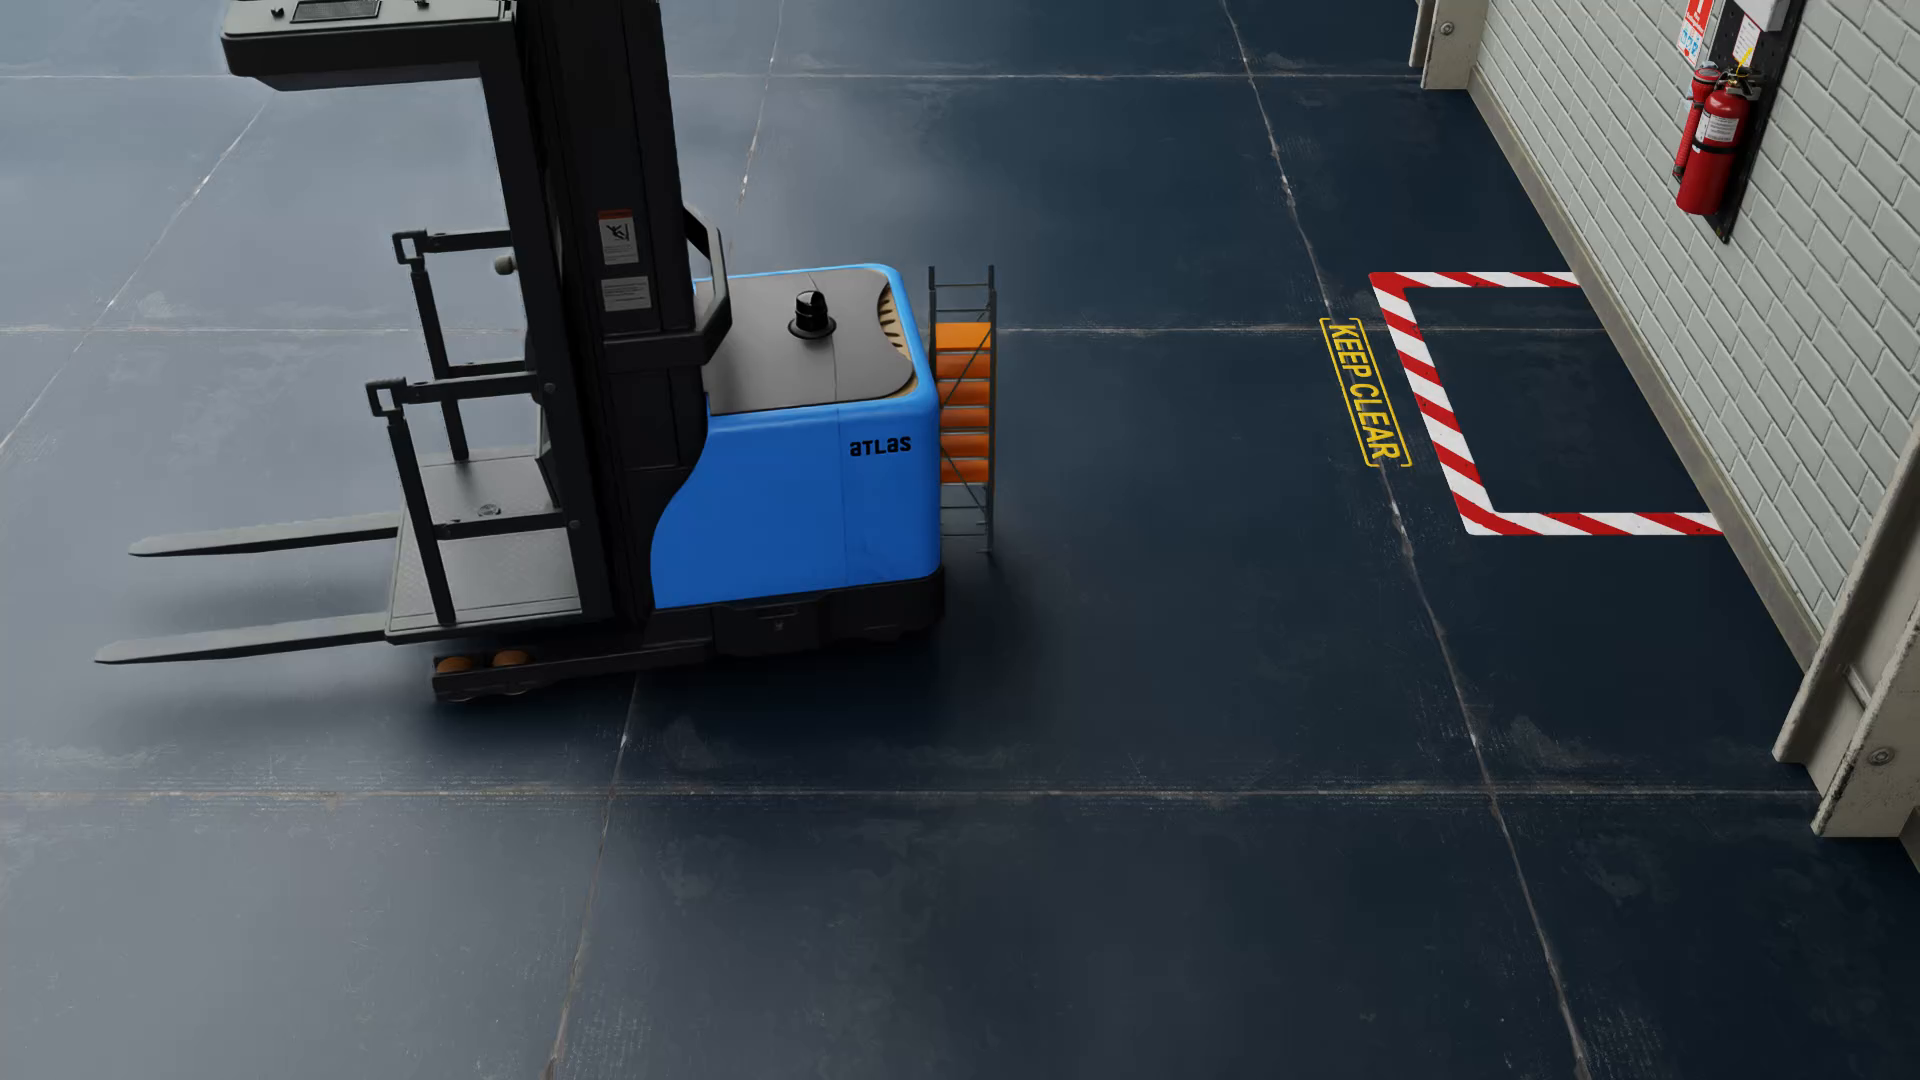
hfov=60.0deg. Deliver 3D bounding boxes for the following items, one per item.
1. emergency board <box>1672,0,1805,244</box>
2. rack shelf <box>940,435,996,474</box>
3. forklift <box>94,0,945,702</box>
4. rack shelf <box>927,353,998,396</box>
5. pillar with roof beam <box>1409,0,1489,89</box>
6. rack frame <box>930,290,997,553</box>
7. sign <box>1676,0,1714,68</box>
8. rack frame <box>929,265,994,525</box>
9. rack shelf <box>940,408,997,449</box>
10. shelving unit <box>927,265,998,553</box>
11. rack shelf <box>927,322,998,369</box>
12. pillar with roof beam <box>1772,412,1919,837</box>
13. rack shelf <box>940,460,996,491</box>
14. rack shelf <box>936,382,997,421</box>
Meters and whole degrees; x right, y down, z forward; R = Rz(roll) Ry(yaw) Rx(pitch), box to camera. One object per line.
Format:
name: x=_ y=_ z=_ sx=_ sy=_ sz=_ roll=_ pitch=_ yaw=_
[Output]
emergency board: x=3.034 y=-1.855 z=6.667 sx=0.194 sy=1.169 sz=0.643 roll=0 pitch=39 yaw=0
rack shelf: x=0.009 y=-0.350 z=6.490 sx=0.258 sy=0.103 sz=0.180 roll=-1 pitch=39 yaw=-1
forklift: x=-1.625 y=-0.917 z=5.551 sx=3.031 sy=2.935 sz=1.130 roll=-6 pitch=39 yaw=-8
rack shelf: x=0.008 y=-0.632 z=6.265 sx=0.258 sy=0.103 sz=0.180 roll=-1 pitch=39 yaw=-1
pillar with roof beam: x=-1.314 y=-6.400 z=7.540 sx=9.100 sy=9.000 sz=0.400 roll=0 pitch=39 yaw=0
rack frame: x=0.011 y=-0.422 z=6.316 sx=0.240 sy=1.200 sz=0.006 roll=-1 pitch=39 yaw=-1
sign: x=3.136 y=-2.215 z=7.087 sx=0.001 sy=0.329 sz=0.234 roll=0 pitch=39 yaw=0
rack frame: x=0.005 y=-0.536 z=6.459 sx=0.240 sy=1.200 sz=0.006 roll=-1 pitch=39 yaw=-1
rack shelf: x=0.008 y=-0.444 z=6.415 sx=0.258 sy=0.103 sz=0.180 roll=-1 pitch=39 yaw=-1
shelving unit: x=0.008 y=-0.479 z=6.387 sx=0.258 sy=1.200 sz=0.189 roll=-1 pitch=39 yaw=-1
rack shelf: x=0.008 y=-0.725 z=6.190 sx=0.258 sy=0.103 sz=0.180 roll=-1 pitch=39 yaw=-1
pillar with roof beam: x=-1.307 y=-2.648 z=2.858 sx=9.100 sy=9.000 sz=0.400 roll=0 pitch=39 yaw=0
rack shelf: x=0.009 y=-0.257 z=6.565 sx=0.258 sy=0.103 sz=0.180 roll=-1 pitch=39 yaw=-1
rack shelf: x=0.008 y=-0.538 z=6.340 sx=0.258 sy=0.103 sz=0.180 roll=-1 pitch=39 yaw=-1
